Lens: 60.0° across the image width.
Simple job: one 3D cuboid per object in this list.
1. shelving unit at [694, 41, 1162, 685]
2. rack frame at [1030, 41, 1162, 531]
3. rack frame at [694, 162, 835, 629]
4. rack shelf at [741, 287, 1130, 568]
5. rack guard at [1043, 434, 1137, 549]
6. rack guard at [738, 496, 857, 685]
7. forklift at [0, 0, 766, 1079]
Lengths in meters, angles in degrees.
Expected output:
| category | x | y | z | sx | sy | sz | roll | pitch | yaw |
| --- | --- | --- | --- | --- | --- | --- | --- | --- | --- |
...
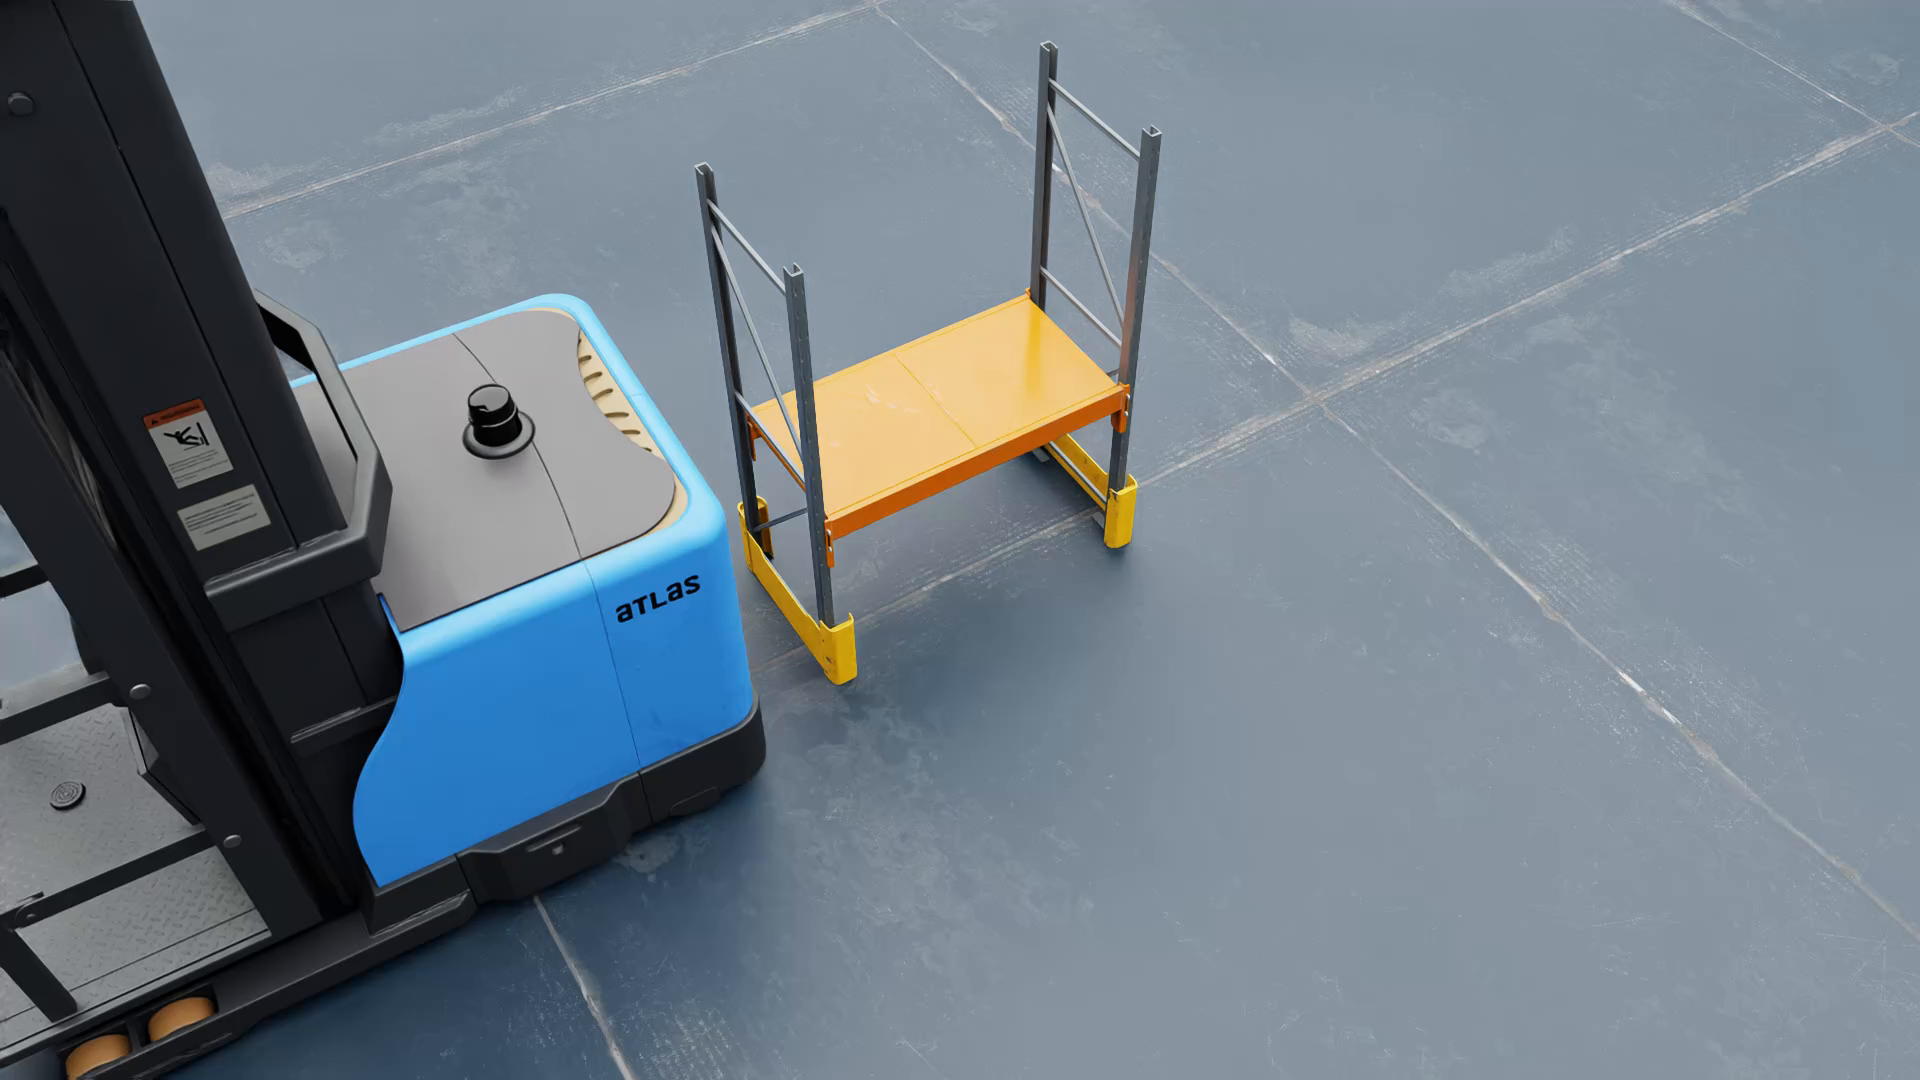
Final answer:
| category | x | y | z | sx | sy | sz | roll | pitch | yaw |
| --- | --- | --- | --- | --- | --- | --- | --- | --- | --- |
| shelving unit | -0.064 | -0.468 | 4.663 | 1.083 | 1.500 | 0.587 | -25 | 53 | -21 |
| rack frame | 0.358 | -0.667 | 4.840 | 0.032 | 1.500 | 0.500 | -25 | 53 | -21 |
| rack frame | -0.502 | -0.262 | 4.479 | 0.032 | 1.500 | 0.500 | -25 | 53 | -21 |
| rack shelf | -0.072 | -0.345 | 4.794 | 1.000 | 0.185 | 0.538 | -25 | 53 | -21 |
| rack guard | 0.357 | -0.251 | 5.306 | 0.087 | 0.250 | 0.587 | -25 | 53 | -21 |
| rack guard | -0.486 | 0.146 | 4.953 | 0.087 | 0.250 | 0.587 | -25 | 53 | -21 |
| forklift | -2.072 | -0.075 | 3.354 | 3.031 | 2.935 | 1.130 | -23 | 52 | -20 |
